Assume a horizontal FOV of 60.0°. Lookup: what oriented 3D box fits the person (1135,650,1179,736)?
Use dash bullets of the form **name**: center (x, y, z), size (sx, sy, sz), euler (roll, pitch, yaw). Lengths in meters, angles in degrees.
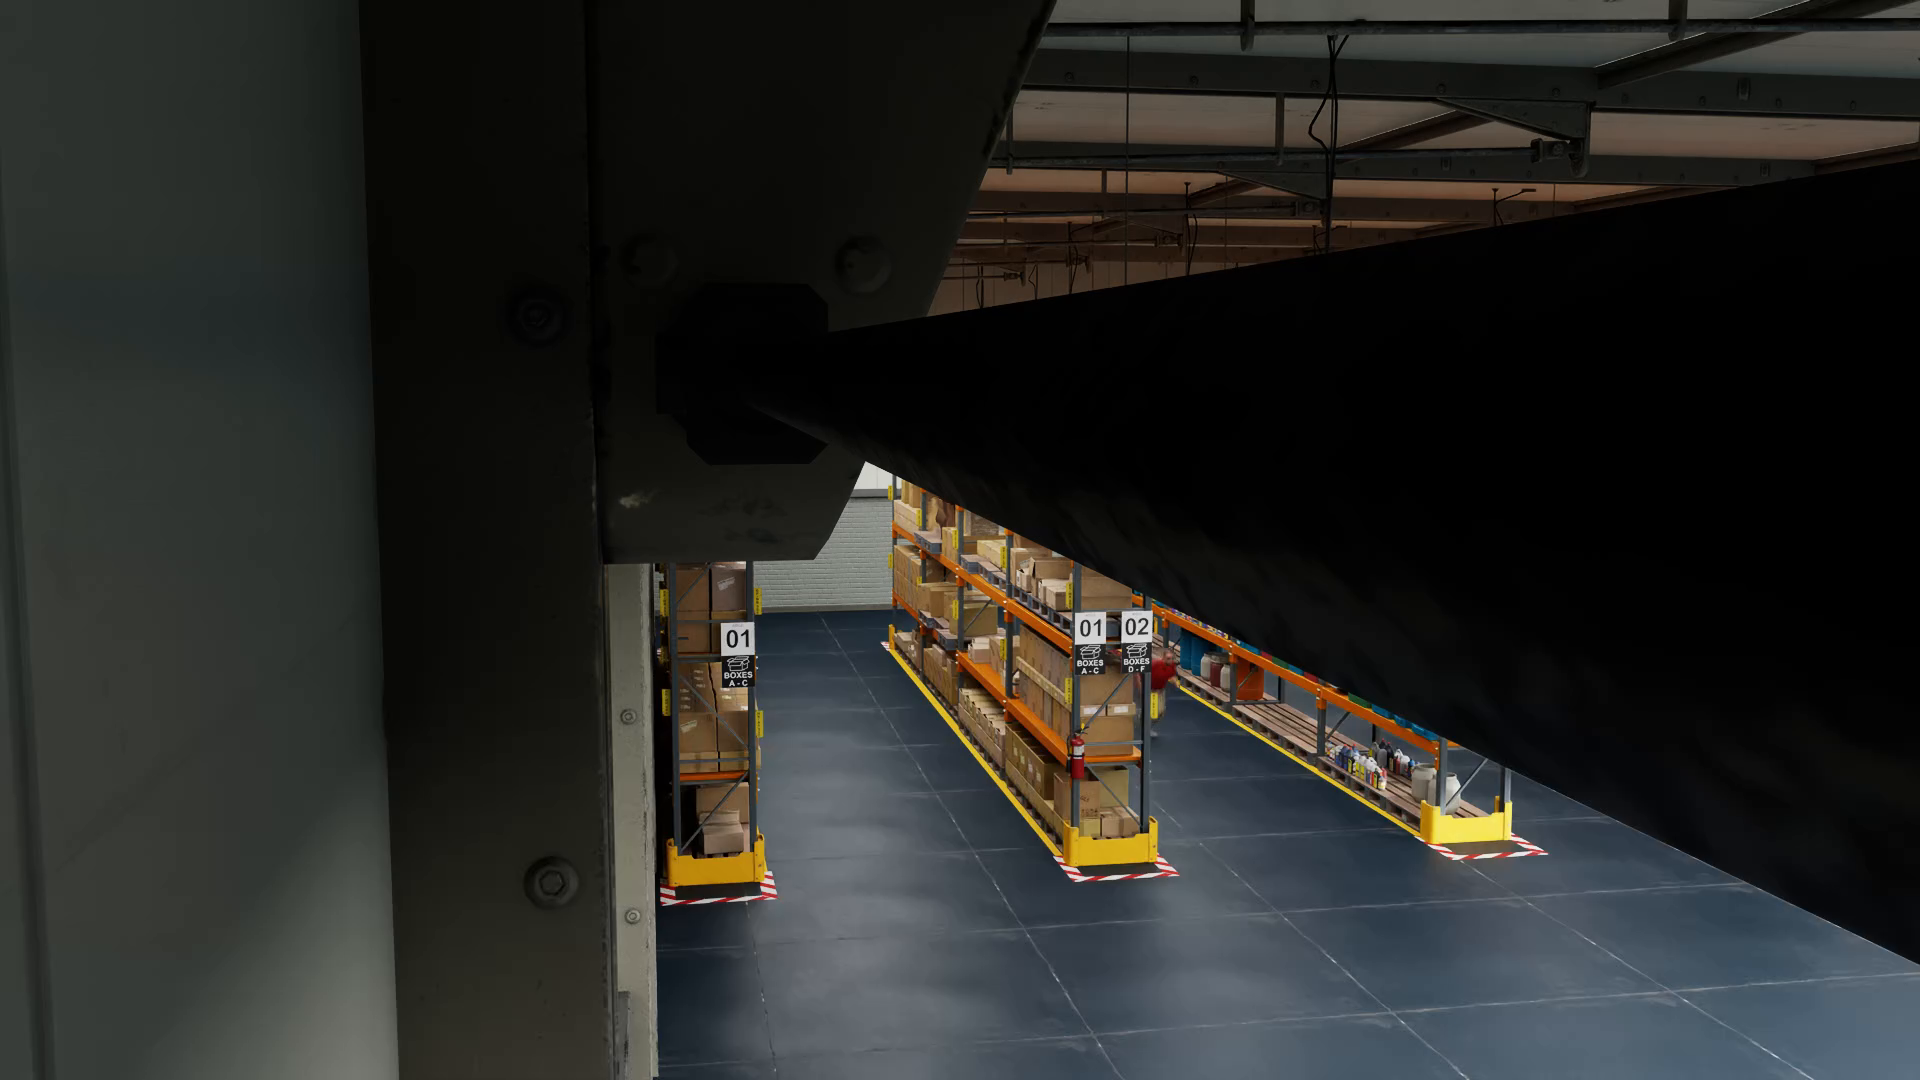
- **person**: center (3.271, 2.567, 27.757), size (0.695, 1.548, 0.887), euler (-4, 7, -32)
